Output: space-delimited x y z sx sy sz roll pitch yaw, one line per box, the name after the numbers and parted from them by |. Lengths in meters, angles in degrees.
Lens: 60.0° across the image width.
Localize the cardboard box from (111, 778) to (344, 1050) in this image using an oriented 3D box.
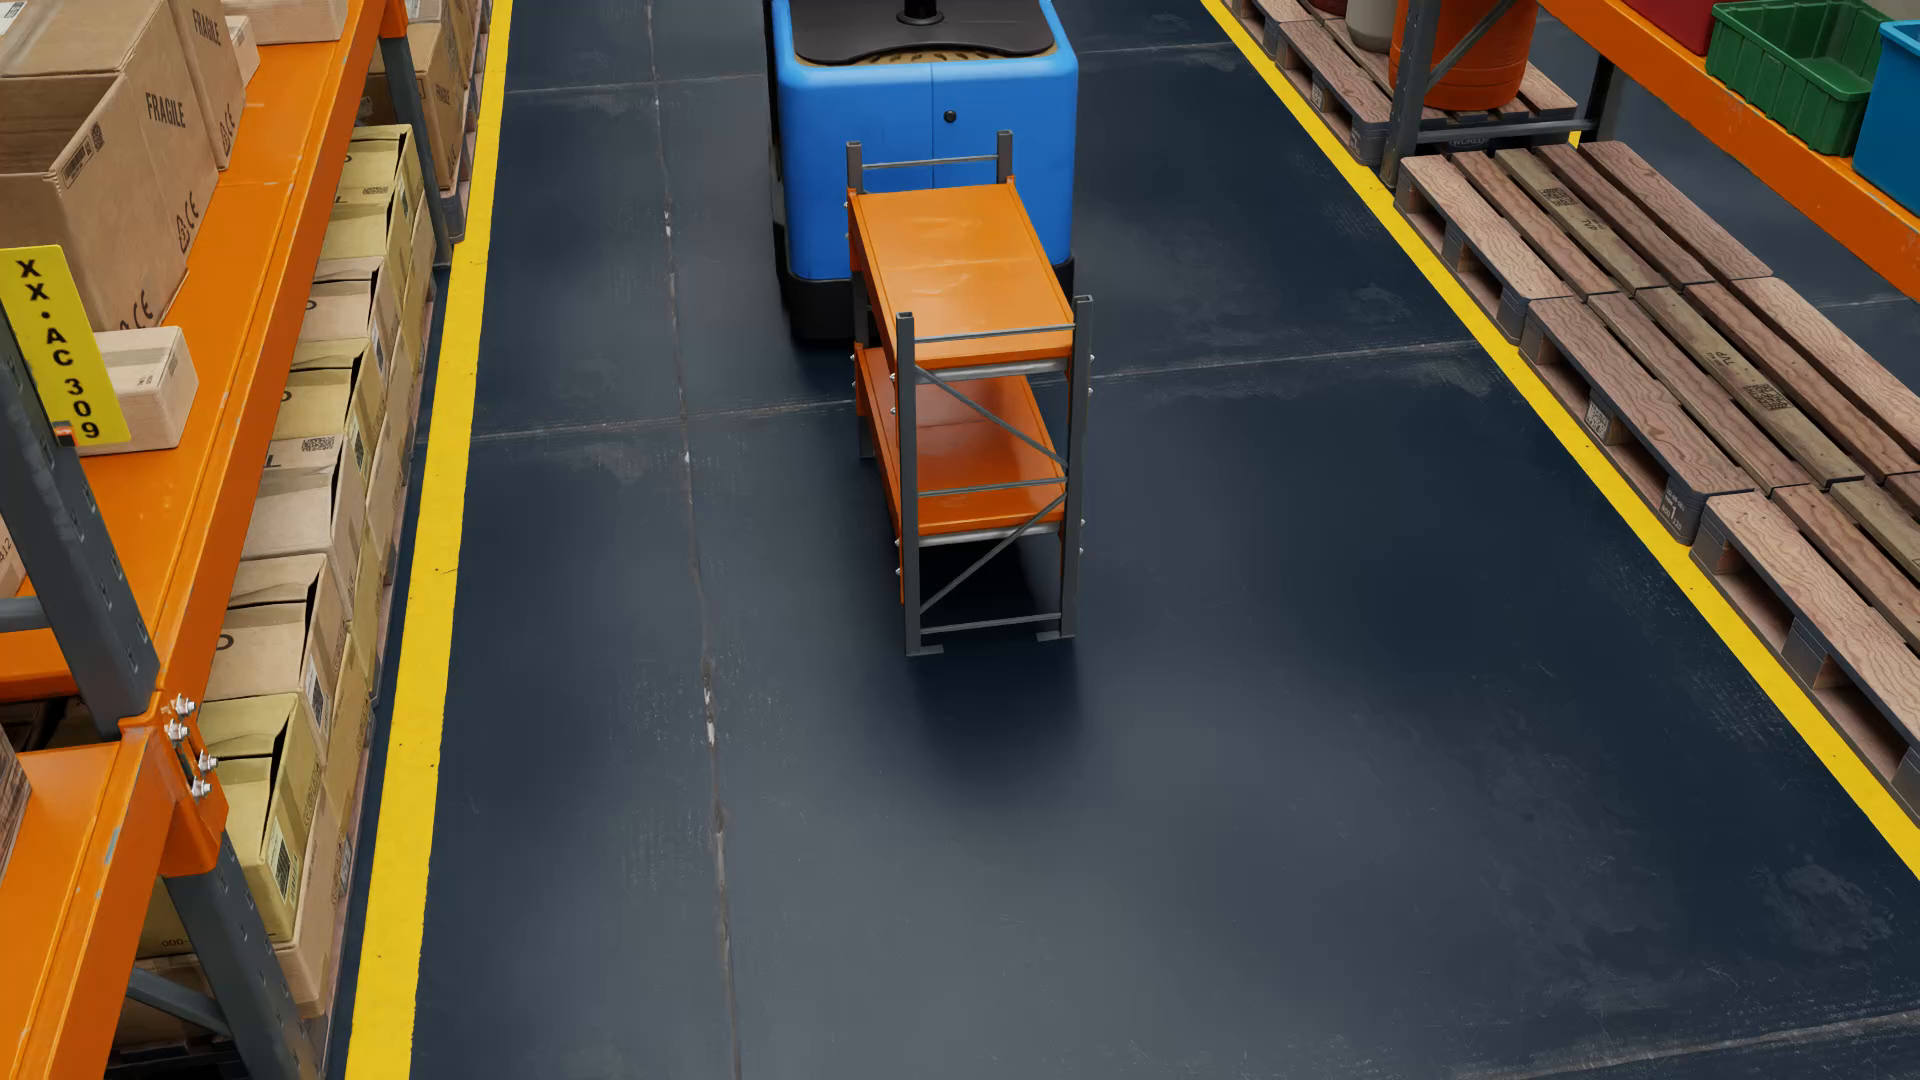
-1.664 0.811 3.660 0.500 0.250 0.500 -7 38 -9 | cardboard box

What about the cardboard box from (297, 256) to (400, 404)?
-2.020 -0.648 5.081 0.500 0.311 0.500 -6 38 -8 | cardboard box

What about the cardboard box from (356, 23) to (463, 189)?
-2.336 -1.747 6.733 0.500 0.500 0.500 -5 38 -6 | cardboard box

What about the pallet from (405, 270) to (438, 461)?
-2.432 -0.652 5.918 1.003 0.211 1.213 -6 38 -8 | pallet

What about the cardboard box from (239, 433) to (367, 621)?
-1.838 -0.032 4.288 0.500 0.311 0.500 -7 38 -9 | cardboard box

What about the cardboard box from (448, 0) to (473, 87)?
-2.517 -2.366 7.530 0.500 0.500 0.500 -7 38 -9 | cardboard box

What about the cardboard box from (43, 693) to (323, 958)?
-1.664 0.583 3.496 0.500 0.311 0.500 -6 38 -8 | cardboard box

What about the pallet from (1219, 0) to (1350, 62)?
1.950 -2.891 8.800 1.003 0.211 1.213 -6 38 -8 | pallet

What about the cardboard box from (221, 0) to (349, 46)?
-2.108 -1.642 5.124 0.380 0.149 0.250 -6 38 -8 | cardboard box

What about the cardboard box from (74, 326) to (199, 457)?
-1.791 -0.297 3.392 0.380 0.149 0.250 -6 38 -8 | cardboard box

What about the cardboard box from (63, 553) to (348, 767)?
-1.747 0.280 3.886 0.500 0.311 0.500 -7 38 -8 | cardboard box

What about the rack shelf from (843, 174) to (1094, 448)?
-0.001 -0.679 4.731 0.538 0.278 1.000 -6 38 -8 | rack shelf

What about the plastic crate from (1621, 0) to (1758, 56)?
2.321 -1.802 5.072 0.402 0.464 0.583 -6 38 -8 | plastic crate

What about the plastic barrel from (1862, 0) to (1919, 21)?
2.884 -1.729 4.920 0.433 0.535 0.433 0 38 0 | plastic barrel

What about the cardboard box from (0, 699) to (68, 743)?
-2.287 0.332 3.819 0.500 0.311 0.500 -5 38 -7 | cardboard box

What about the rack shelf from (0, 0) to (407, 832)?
-2.187 -0.763 4.373 1.077 0.370 4.000 -6 38 -8 | rack shelf

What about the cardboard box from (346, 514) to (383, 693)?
-1.845 0.189 4.460 0.500 0.250 0.500 -7 38 -9 | cardboard box

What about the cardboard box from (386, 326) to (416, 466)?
-2.027 -0.428 5.255 0.500 0.250 0.500 -5 38 -7 | cardboard box

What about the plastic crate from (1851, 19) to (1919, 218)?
2.541 -0.996 4.100 0.392 0.384 0.575 -6 38 -8 | plastic crate

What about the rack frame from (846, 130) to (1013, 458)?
-0.090 -0.755 5.305 0.500 1.125 0.032 -6 38 -8 | rack frame

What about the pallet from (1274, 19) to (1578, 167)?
2.160 -2.156 7.853 1.003 0.211 1.213 -6 38 -8 | pallet

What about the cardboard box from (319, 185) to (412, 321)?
-2.106 -0.953 5.474 0.500 0.311 0.500 -7 38 -9 | cardboard box

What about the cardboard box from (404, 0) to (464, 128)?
-2.434 -2.063 7.139 0.500 0.500 0.500 -8 38 -10 | cardboard box

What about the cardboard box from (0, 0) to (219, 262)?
-2.135 -0.965 3.965 0.500 0.500 0.500 -6 38 -8 | cardboard box

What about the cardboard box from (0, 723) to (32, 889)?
-1.753 0.389 2.223 0.700 0.500 0.500 -7 38 -9 | cardboard box

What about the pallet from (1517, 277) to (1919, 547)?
2.647 -0.477 5.692 1.003 0.211 1.213 -6 38 -8 | pallet

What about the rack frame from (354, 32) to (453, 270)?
-2.538 -2.255 5.708 1.000 3.000 0.127 -6 38 -8 | rack frame

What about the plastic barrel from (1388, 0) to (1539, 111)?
2.237 -2.388 7.305 0.600 0.830 0.708 -6 38 -8 | plastic barrel

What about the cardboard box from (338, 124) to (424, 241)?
-2.204 -1.267 5.877 0.500 0.311 0.500 -5 38 -7 | cardboard box

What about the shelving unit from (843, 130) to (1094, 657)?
-0.001 -0.448 4.910 0.538 1.125 1.048 -6 38 -8 | shelving unit

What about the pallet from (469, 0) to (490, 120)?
-2.842 -2.344 8.095 1.003 0.211 1.213 -6 38 -8 | pallet

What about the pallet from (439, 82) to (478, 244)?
-2.632 -1.609 7.149 1.003 0.211 1.213 -6 38 -8 | pallet

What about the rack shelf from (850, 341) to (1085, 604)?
-0.001 -0.255 5.060 0.538 0.278 1.000 -6 38 -8 | rack shelf

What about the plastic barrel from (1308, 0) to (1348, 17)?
2.039 -2.975 8.257 0.600 0.588 0.708 -6 38 -8 | plastic barrel

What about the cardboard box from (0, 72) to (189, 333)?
-2.048 -0.662 3.576 0.500 0.500 0.500 -4 38 -5 | cardboard box

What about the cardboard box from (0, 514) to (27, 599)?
-1.966 -0.072 3.020 0.500 0.250 0.500 -4 38 -5 | cardboard box

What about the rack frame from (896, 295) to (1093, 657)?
0.088 -0.141 4.515 0.500 1.125 0.032 -6 38 -8 | rack frame

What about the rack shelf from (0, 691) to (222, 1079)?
-1.486 1.653 1.263 1.077 0.370 4.000 -6 38 -8 | rack shelf

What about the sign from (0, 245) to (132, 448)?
-1.291 -0.273 2.386 0.100 0.325 0.005 -6 38 -8 | sign

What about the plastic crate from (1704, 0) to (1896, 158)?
2.457 -1.307 4.660 0.450 0.188 0.662 -6 38 -8 | plastic crate

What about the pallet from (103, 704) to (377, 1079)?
-2.004 0.821 4.021 1.003 0.211 1.213 -6 38 -8 | pallet

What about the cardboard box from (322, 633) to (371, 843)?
-1.752 0.502 4.058 0.500 0.250 0.500 -5 38 -7 | cardboard box

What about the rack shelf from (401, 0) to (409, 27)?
-2.889 -3.179 7.483 1.077 0.370 4.000 -6 38 -8 | rack shelf

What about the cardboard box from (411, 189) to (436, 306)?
-2.206 -1.043 6.047 0.500 0.250 0.500 -5 38 -7 | cardboard box

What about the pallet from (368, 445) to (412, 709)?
-2.222 0.083 4.971 1.003 0.211 1.213 -6 38 -8 | pallet

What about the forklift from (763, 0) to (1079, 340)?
-0.273 -2.785 6.446 1.130 2.935 3.031 -4 38 -5 | forklift

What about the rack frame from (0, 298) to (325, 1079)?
-1.840 0.161 2.597 0.949 2.616 0.053 -6 38 -8 | rack frame

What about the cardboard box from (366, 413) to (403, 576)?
-1.934 -0.118 4.856 0.500 0.250 0.500 -6 38 -7 | cardboard box

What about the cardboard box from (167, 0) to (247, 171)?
-2.228 -1.283 4.375 0.500 0.500 0.500 -8 39 -10 | cardboard box

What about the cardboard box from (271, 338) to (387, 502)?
-1.935 -0.345 4.691 0.500 0.311 0.500 -5 38 -7 | cardboard box

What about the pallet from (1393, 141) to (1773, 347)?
2.437 -1.212 6.638 1.003 0.211 1.213 -6 38 -8 | pallet

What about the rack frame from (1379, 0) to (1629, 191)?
2.339 -2.785 6.390 1.000 3.000 0.127 -6 38 -8 | rack frame

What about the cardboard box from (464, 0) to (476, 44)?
-2.613 -2.681 7.935 0.500 0.500 0.500 -7 38 -9 | cardboard box

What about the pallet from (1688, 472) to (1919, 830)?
2.865 0.262 4.741 1.003 0.211 1.213 -6 38 -8 | pallet

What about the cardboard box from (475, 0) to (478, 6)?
-2.705 -2.988 8.330 0.500 0.500 0.500 -6 38 -7 | cardboard box

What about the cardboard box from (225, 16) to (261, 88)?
-2.259 -1.392 4.801 0.380 0.149 0.250 -4 38 -5 | cardboard box

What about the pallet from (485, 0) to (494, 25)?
-3.059 -3.082 9.046 1.003 0.211 1.213 -6 38 -8 | pallet

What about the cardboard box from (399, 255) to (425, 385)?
-2.112 -0.732 5.647 0.500 0.250 0.500 -7 38 -8 | cardboard box
